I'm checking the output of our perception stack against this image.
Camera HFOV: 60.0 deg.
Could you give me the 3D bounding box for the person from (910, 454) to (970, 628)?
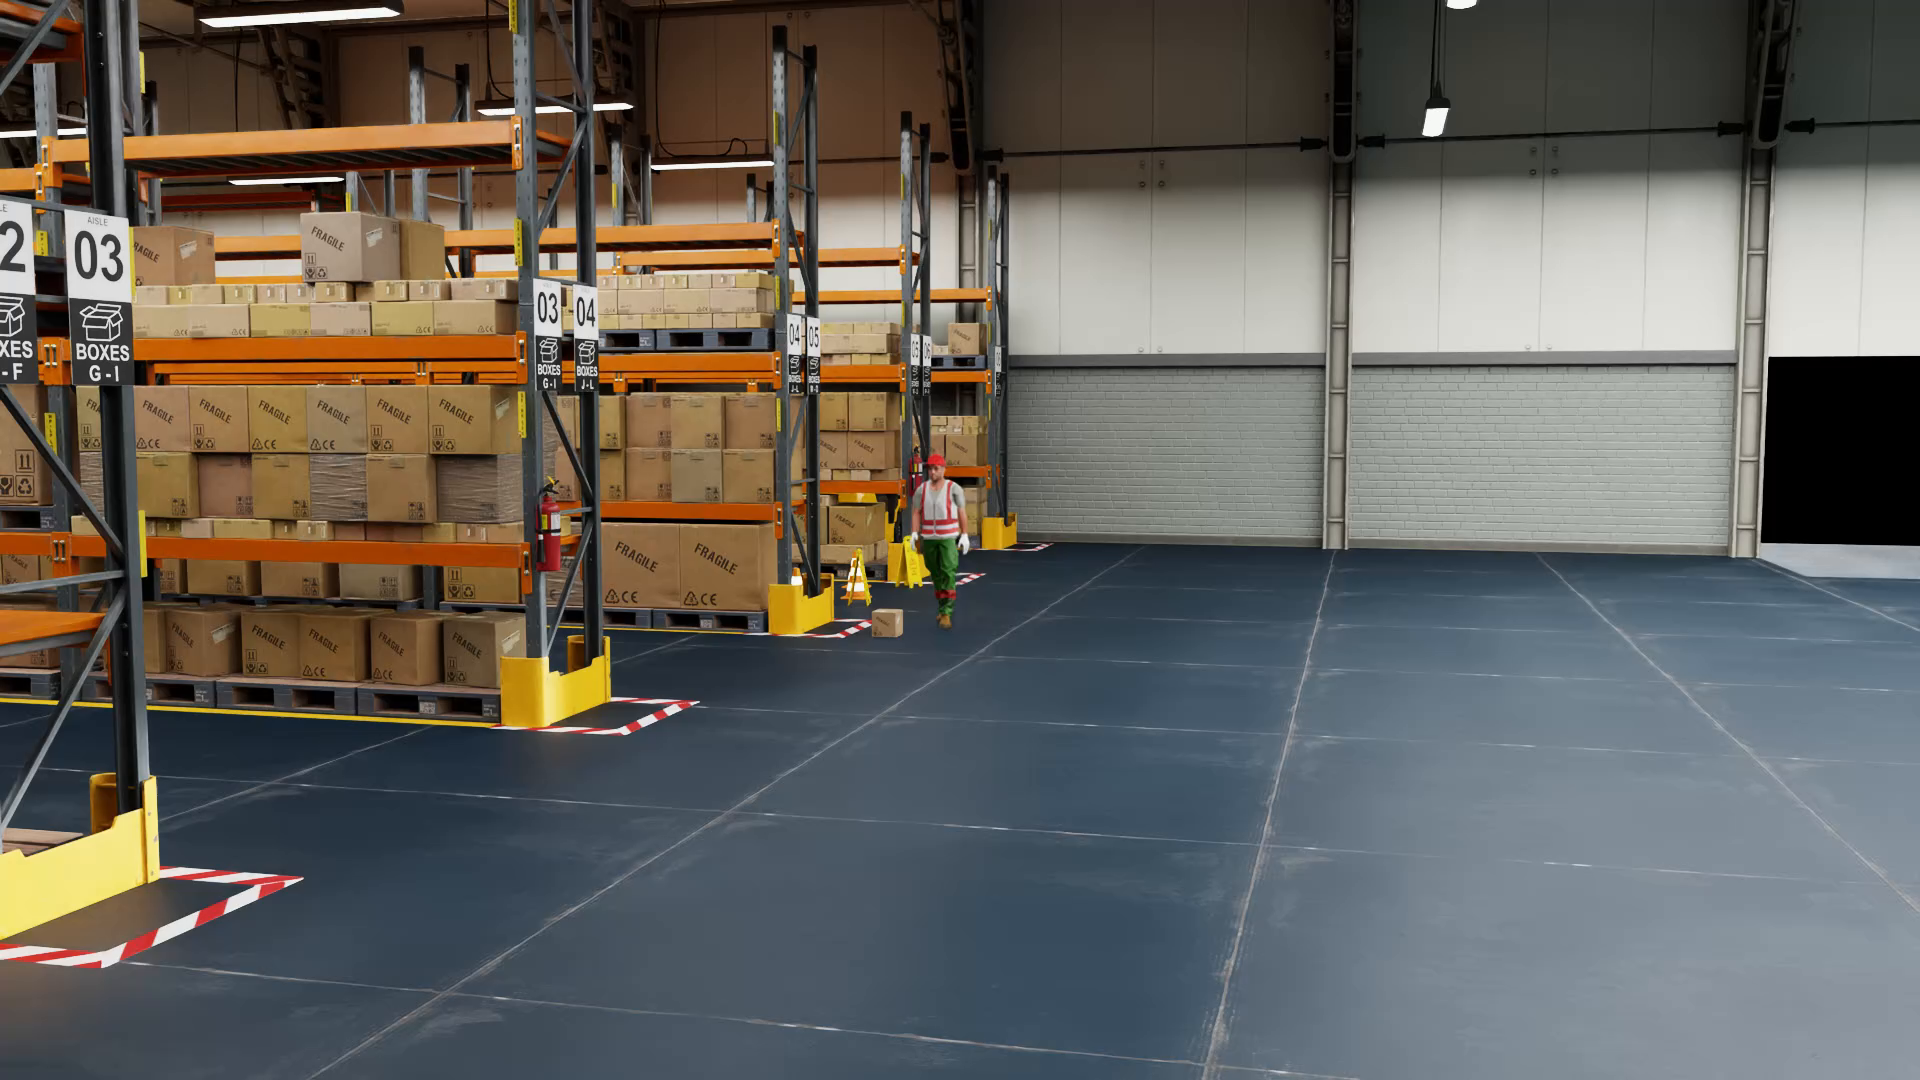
[{"bbox_3d":[-0.241,-0.010,17.248,0.578,1.756,0.808,2,5,19],"label":"person"}]
